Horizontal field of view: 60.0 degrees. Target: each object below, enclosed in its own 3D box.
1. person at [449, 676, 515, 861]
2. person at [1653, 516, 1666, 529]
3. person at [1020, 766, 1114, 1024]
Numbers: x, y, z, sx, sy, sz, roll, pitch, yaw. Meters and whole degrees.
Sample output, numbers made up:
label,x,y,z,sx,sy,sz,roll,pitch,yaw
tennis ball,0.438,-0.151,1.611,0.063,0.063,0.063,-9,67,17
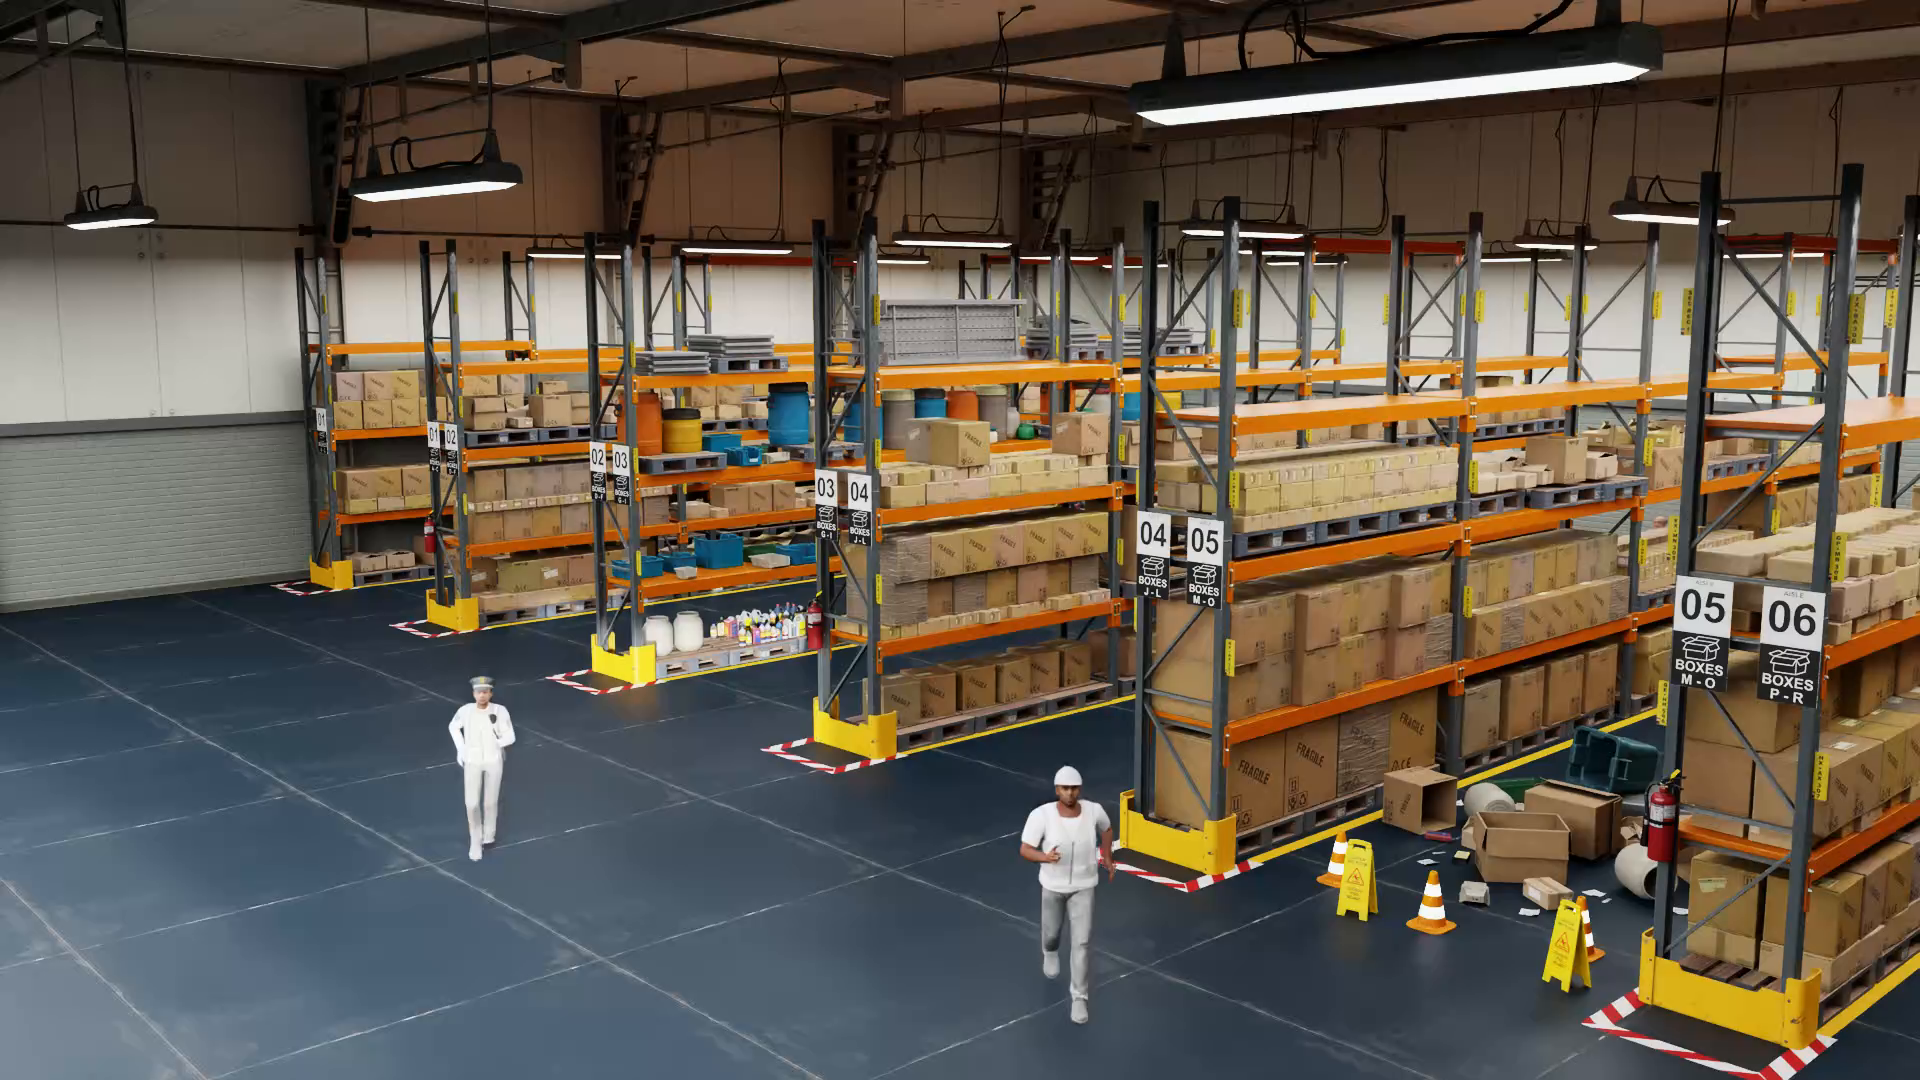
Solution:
label,x,y,z,sx,sy,sz,roll,pitch,yaw
person,-4.413,2.100,15.402,0.588,1.727,0.715,-2,9,-16
person,10.897,0.492,26.000,0.858,1.748,0.723,-7,11,-41
person,0.787,2.506,12.123,0.703,1.748,0.987,0,8,-2
